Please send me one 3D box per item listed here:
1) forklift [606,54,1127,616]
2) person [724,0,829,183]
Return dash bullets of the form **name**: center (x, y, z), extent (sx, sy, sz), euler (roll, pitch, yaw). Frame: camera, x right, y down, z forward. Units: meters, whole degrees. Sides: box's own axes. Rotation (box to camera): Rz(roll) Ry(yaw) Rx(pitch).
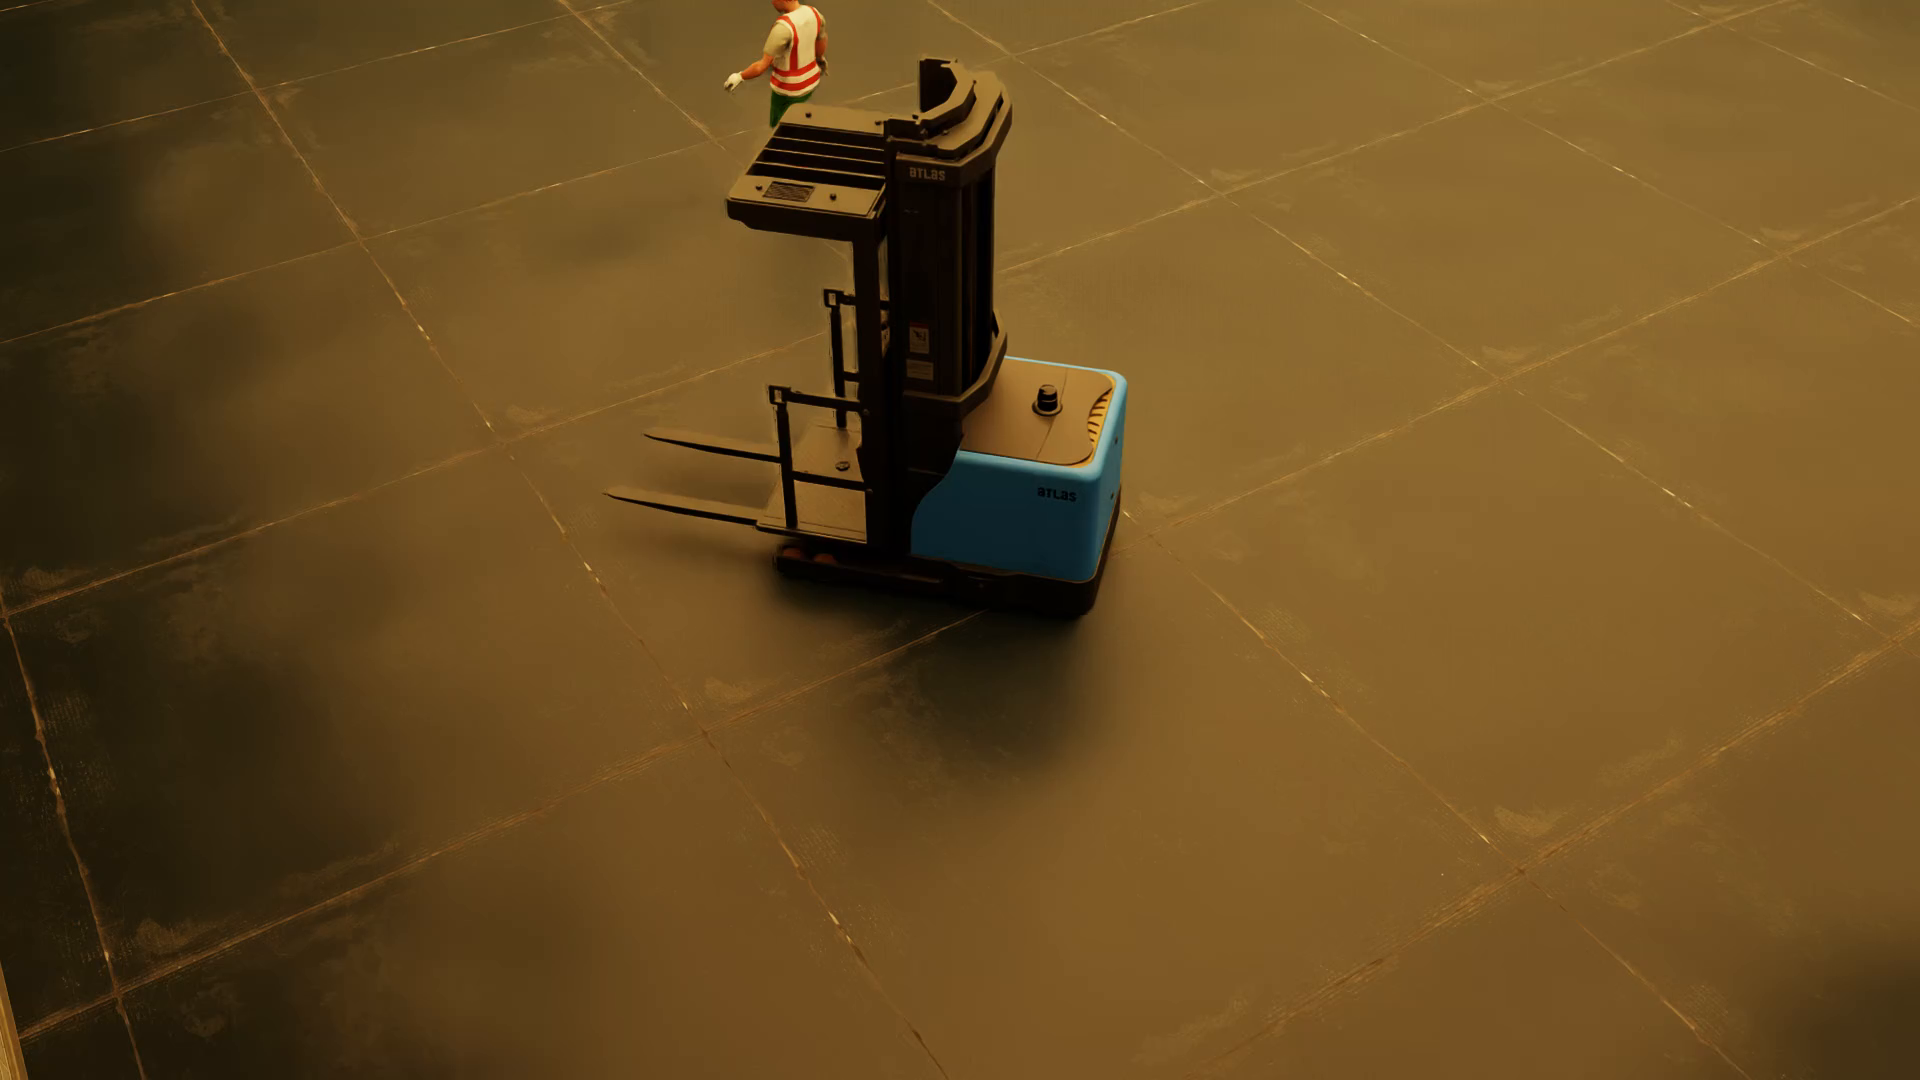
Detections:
- **forklift**: center (-0.597, -1.189, 9.231), extent (3.031, 2.935, 1.130), euler (9, 42, 10)
- **person**: center (-1.333, -3.494, 12.793), extent (0.502, 1.805, 0.966), euler (26, 47, 26)
